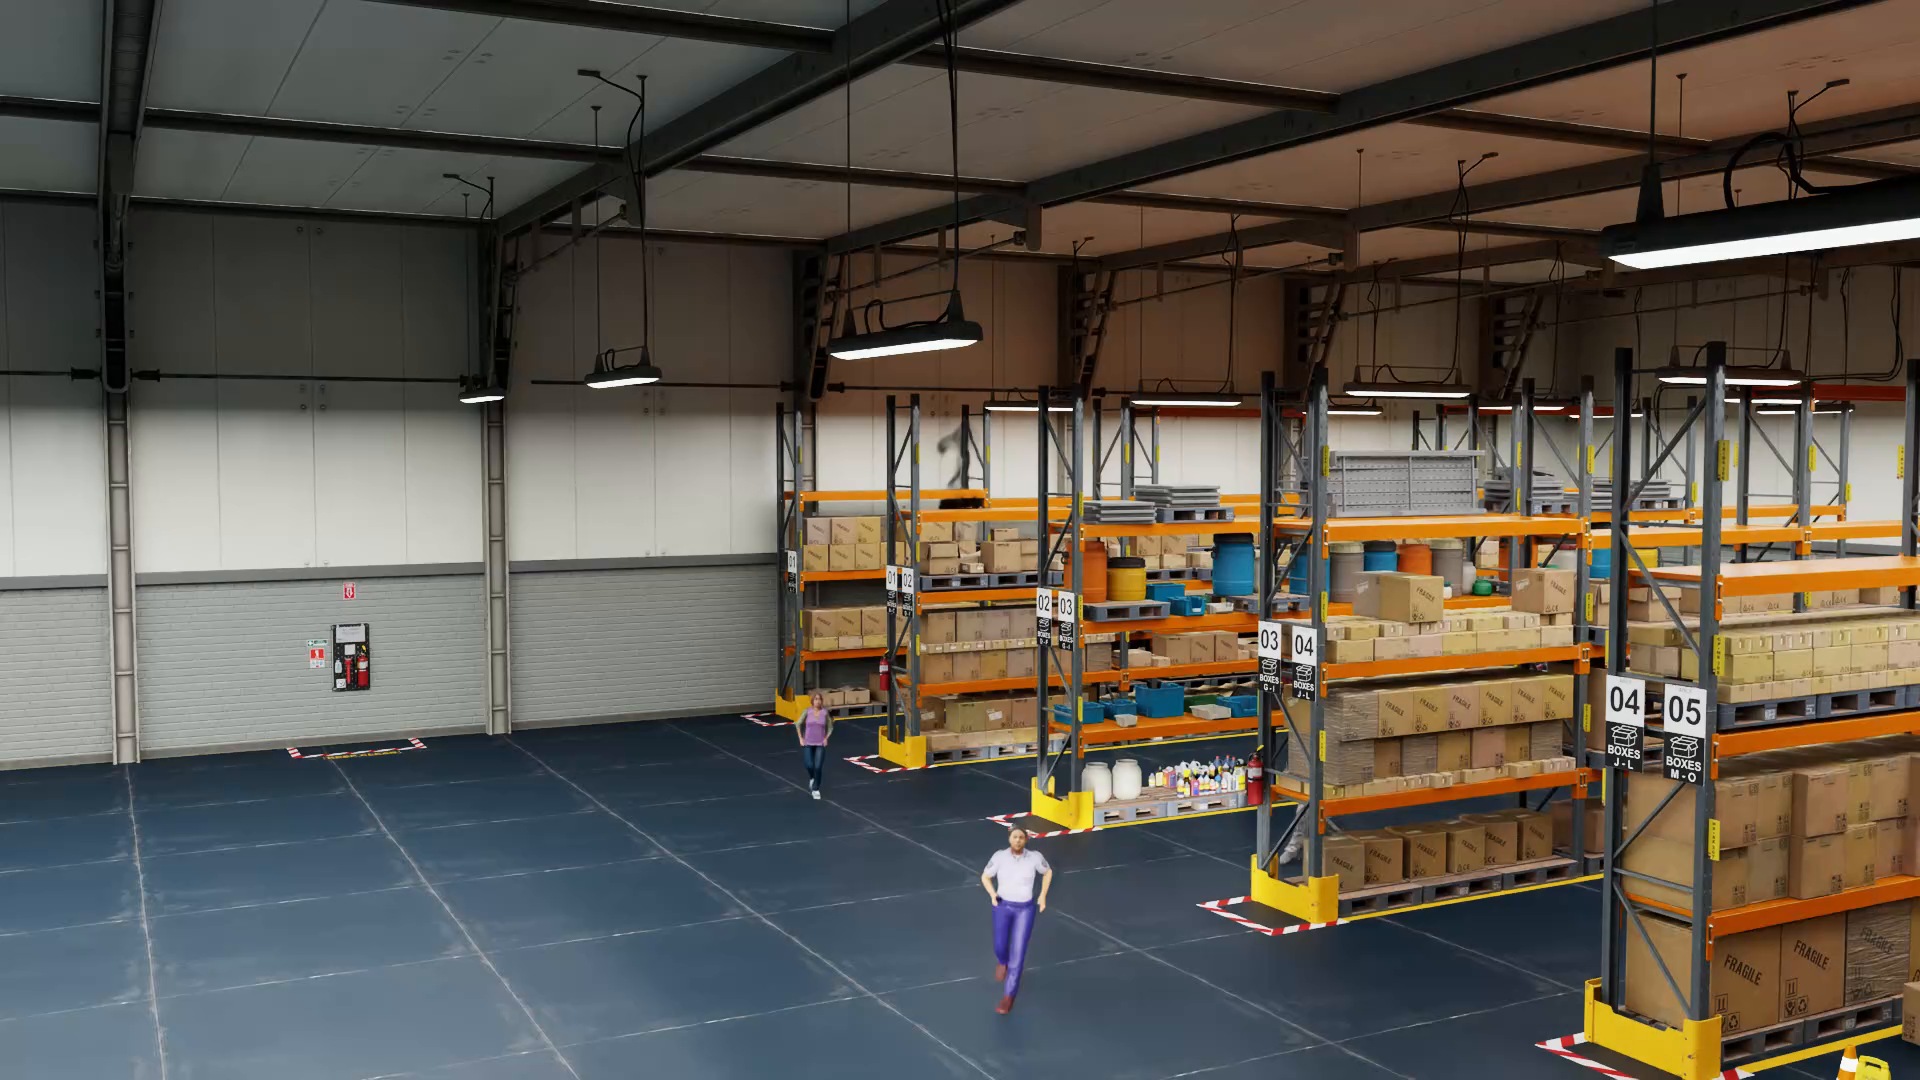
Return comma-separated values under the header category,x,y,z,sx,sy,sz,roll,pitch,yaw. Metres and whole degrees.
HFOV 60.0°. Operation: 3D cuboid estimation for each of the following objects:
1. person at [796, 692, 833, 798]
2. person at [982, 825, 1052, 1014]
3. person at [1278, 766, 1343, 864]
category,x,y,z,sx,sy,sz,roll,pitch,yaw
person,-2.123,3.019,24.384,0.543,1.550,0.486,0,3,-8
person,0.519,3.467,15.494,0.643,1.640,0.959,1,3,9
person,4.383,3.097,20.728,1.050,1.784,0.710,-2,4,-29
